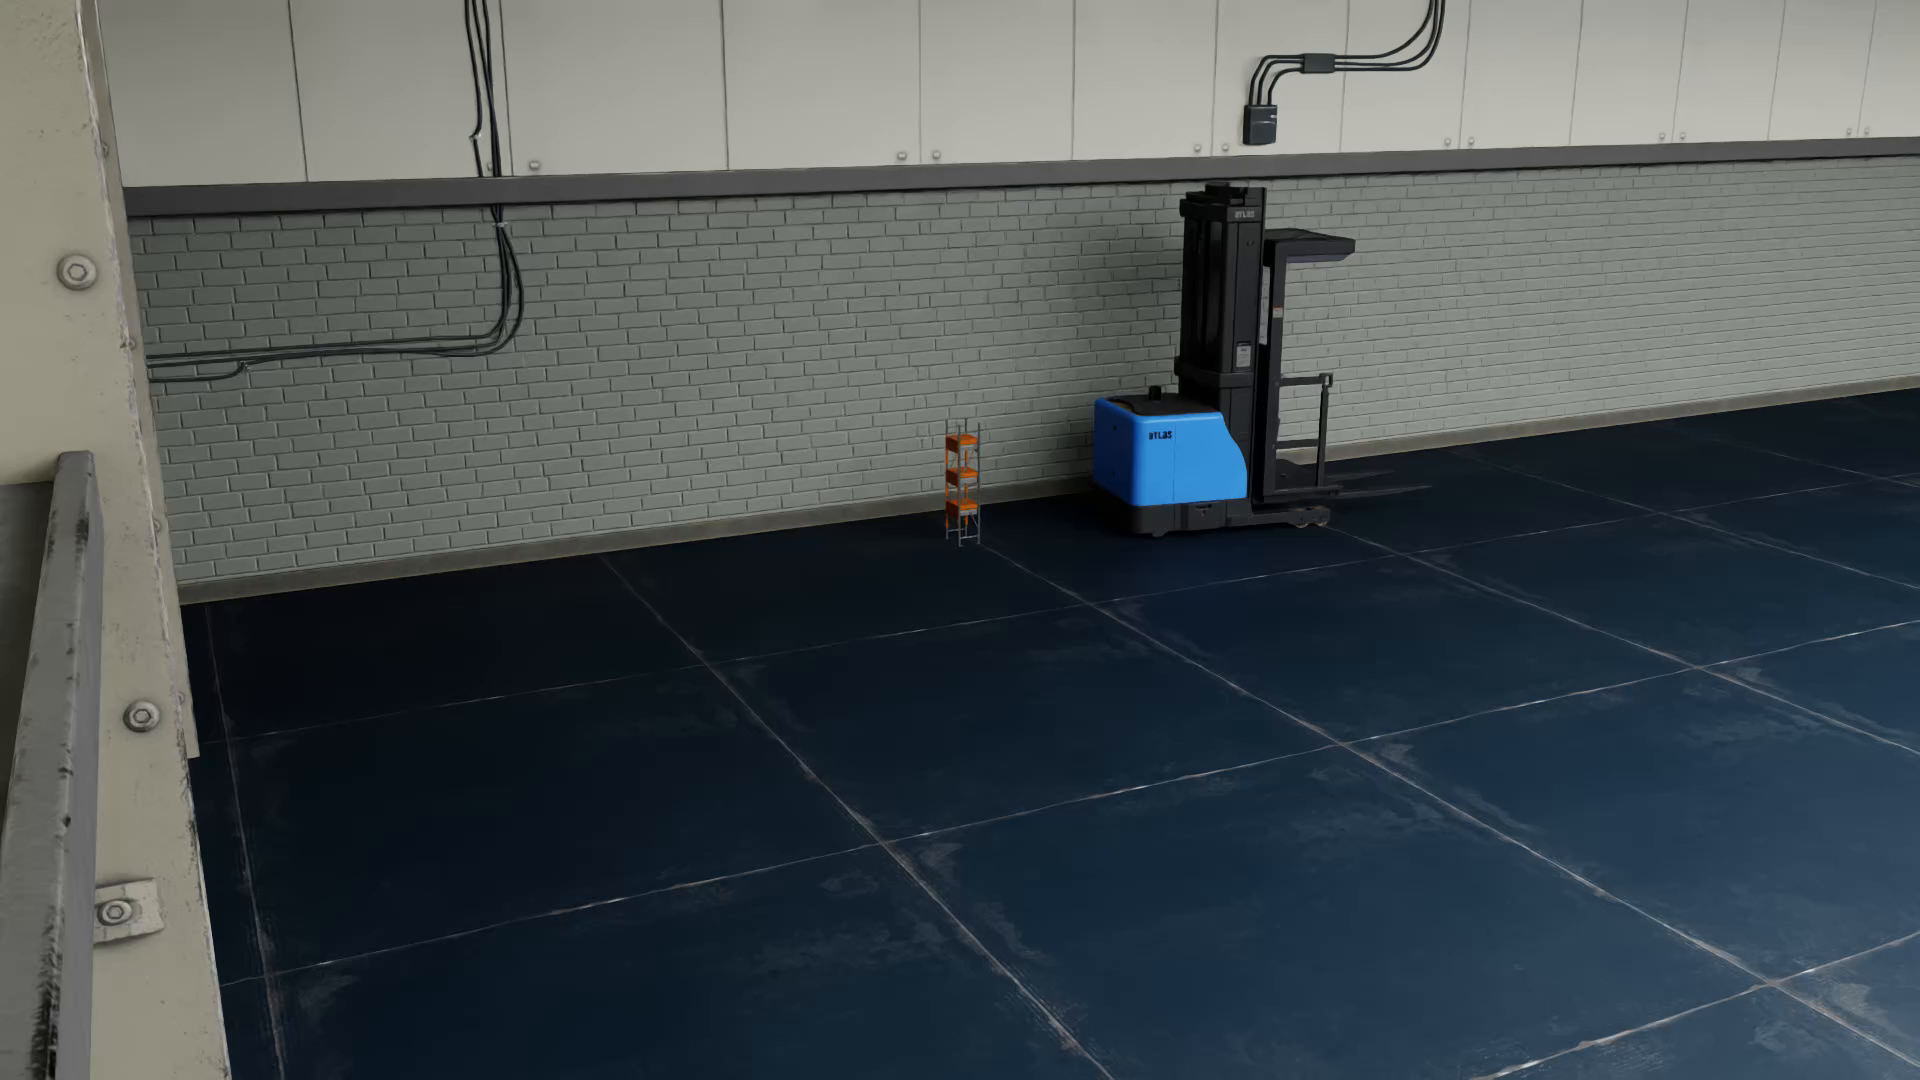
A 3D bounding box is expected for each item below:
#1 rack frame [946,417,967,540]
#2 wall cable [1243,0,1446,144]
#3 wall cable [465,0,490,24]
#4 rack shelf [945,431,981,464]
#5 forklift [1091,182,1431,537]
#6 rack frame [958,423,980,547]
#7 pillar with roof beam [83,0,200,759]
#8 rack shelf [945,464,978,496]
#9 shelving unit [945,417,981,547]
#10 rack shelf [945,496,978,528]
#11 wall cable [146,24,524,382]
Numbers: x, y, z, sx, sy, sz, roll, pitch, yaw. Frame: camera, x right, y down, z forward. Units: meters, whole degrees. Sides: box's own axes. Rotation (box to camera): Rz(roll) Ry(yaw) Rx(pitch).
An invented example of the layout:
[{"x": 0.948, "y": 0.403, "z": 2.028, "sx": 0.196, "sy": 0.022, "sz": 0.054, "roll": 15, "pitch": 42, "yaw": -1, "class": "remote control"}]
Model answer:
[{"x": -0.030, "y": -0.522, "z": 14.165, "sx": 0.200, "sy": 1.050, "sz": 0.008, "roll": -8, "pitch": 18, "yaw": -25, "class": "rack frame"}, {"x": 3.733, "y": -6.747, "z": 15.284, "sx": 2.305, "sy": 6.003, "sz": 0.169, "roll": -8, "pitch": 18, "yaw": -25, "class": "wall cable"}, {"x": -2.376, "y": -5.231, "z": 12.640, "sx": 3.097, "sy": 2.526, "sz": 0.112, "roll": -8, "pitch": 18, "yaw": -25, "class": "wall cable"}, {"x": 0.023, "y": -0.754, "z": 13.984, "sx": 0.215, "sy": 0.259, "sz": 0.240, "roll": -8, "pitch": 18, "yaw": -25, "class": "rack shelf"}, {"x": 2.757, "y": -1.649, "z": 14.683, "sx": 3.031, "sy": 2.935, "sz": 1.130, "roll": -5, "pitch": 17, "yaw": -17, "class": "forklift"}, {"x": 0.077, "y": -0.461, "z": 13.954, "sx": 0.200, "sy": 1.050, "sz": 0.008, "roll": -8, "pitch": 18, "yaw": -25, "class": "rack frame"}, {"x": -0.836, "y": -3.599, "z": 10.479, "sx": 9.100, "sy": 9.000, "sz": 0.400, "roll": -8, "pitch": 18, "yaw": -25, "class": "pillar with roof beam"}, {"x": 0.023, "y": -0.481, "z": 14.063, "sx": 0.215, "sy": 0.259, "sz": 0.240, "roll": -8, "pitch": 18, "yaw": -25, "class": "rack shelf"}, {"x": 0.023, "y": -0.491, "z": 14.060, "sx": 0.215, "sy": 1.050, "sz": 0.252, "roll": -8, "pitch": 18, "yaw": -25, "class": "shelving unit"}, {"x": 0.023, "y": -0.214, "z": 14.139, "sx": 0.215, "sy": 0.259, "sz": 0.240, "roll": -8, "pitch": 18, "yaw": -25, "class": "rack shelf"}, {"x": -4.808, "y": -2.477, "z": 12.197, "sx": 3.097, "sy": 2.526, "sz": 0.112, "roll": -8, "pitch": 18, "yaw": -25, "class": "wall cable"}]
